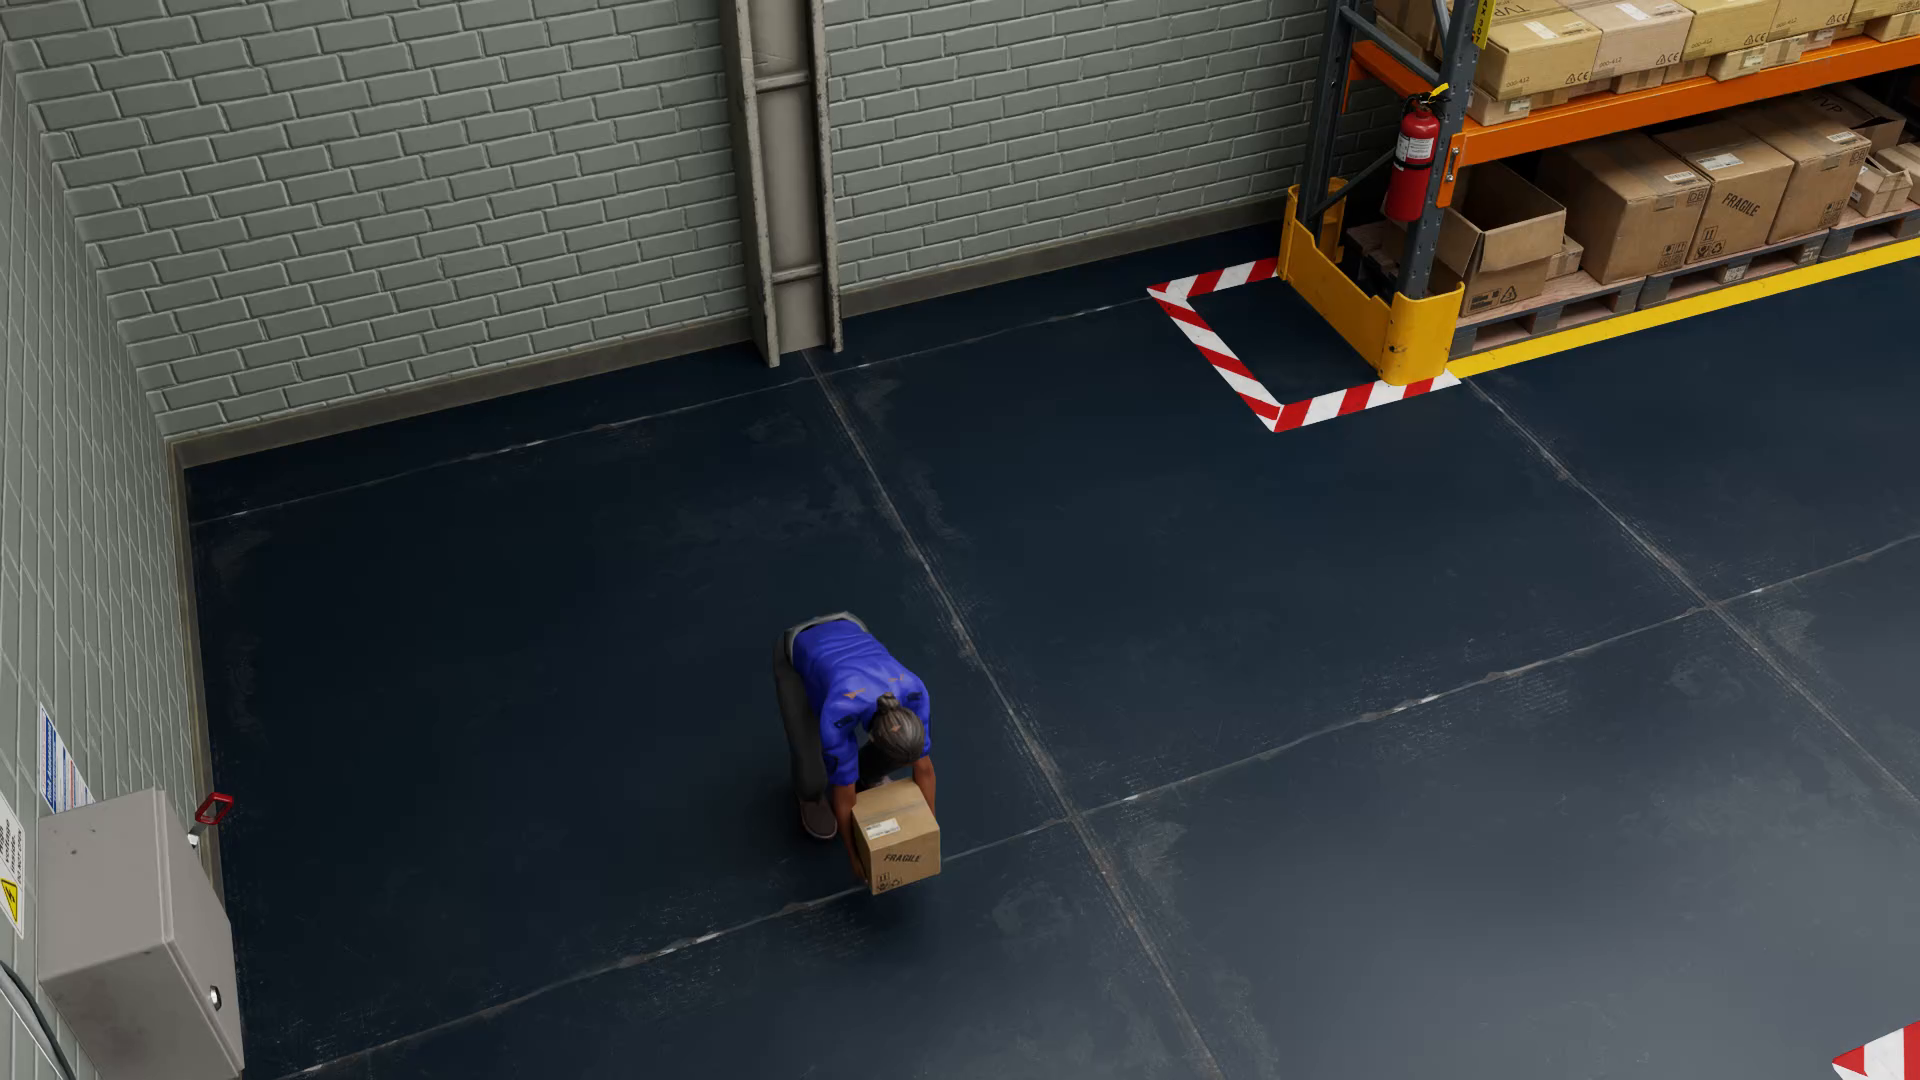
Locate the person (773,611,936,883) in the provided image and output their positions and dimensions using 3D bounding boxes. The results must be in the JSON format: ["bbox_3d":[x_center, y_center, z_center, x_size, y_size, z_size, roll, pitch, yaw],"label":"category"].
[{"bbox_3d":[-0.355,0.727,5.854,0.465,0.996,0.862,-17,45,-18],"label":"person"}]
